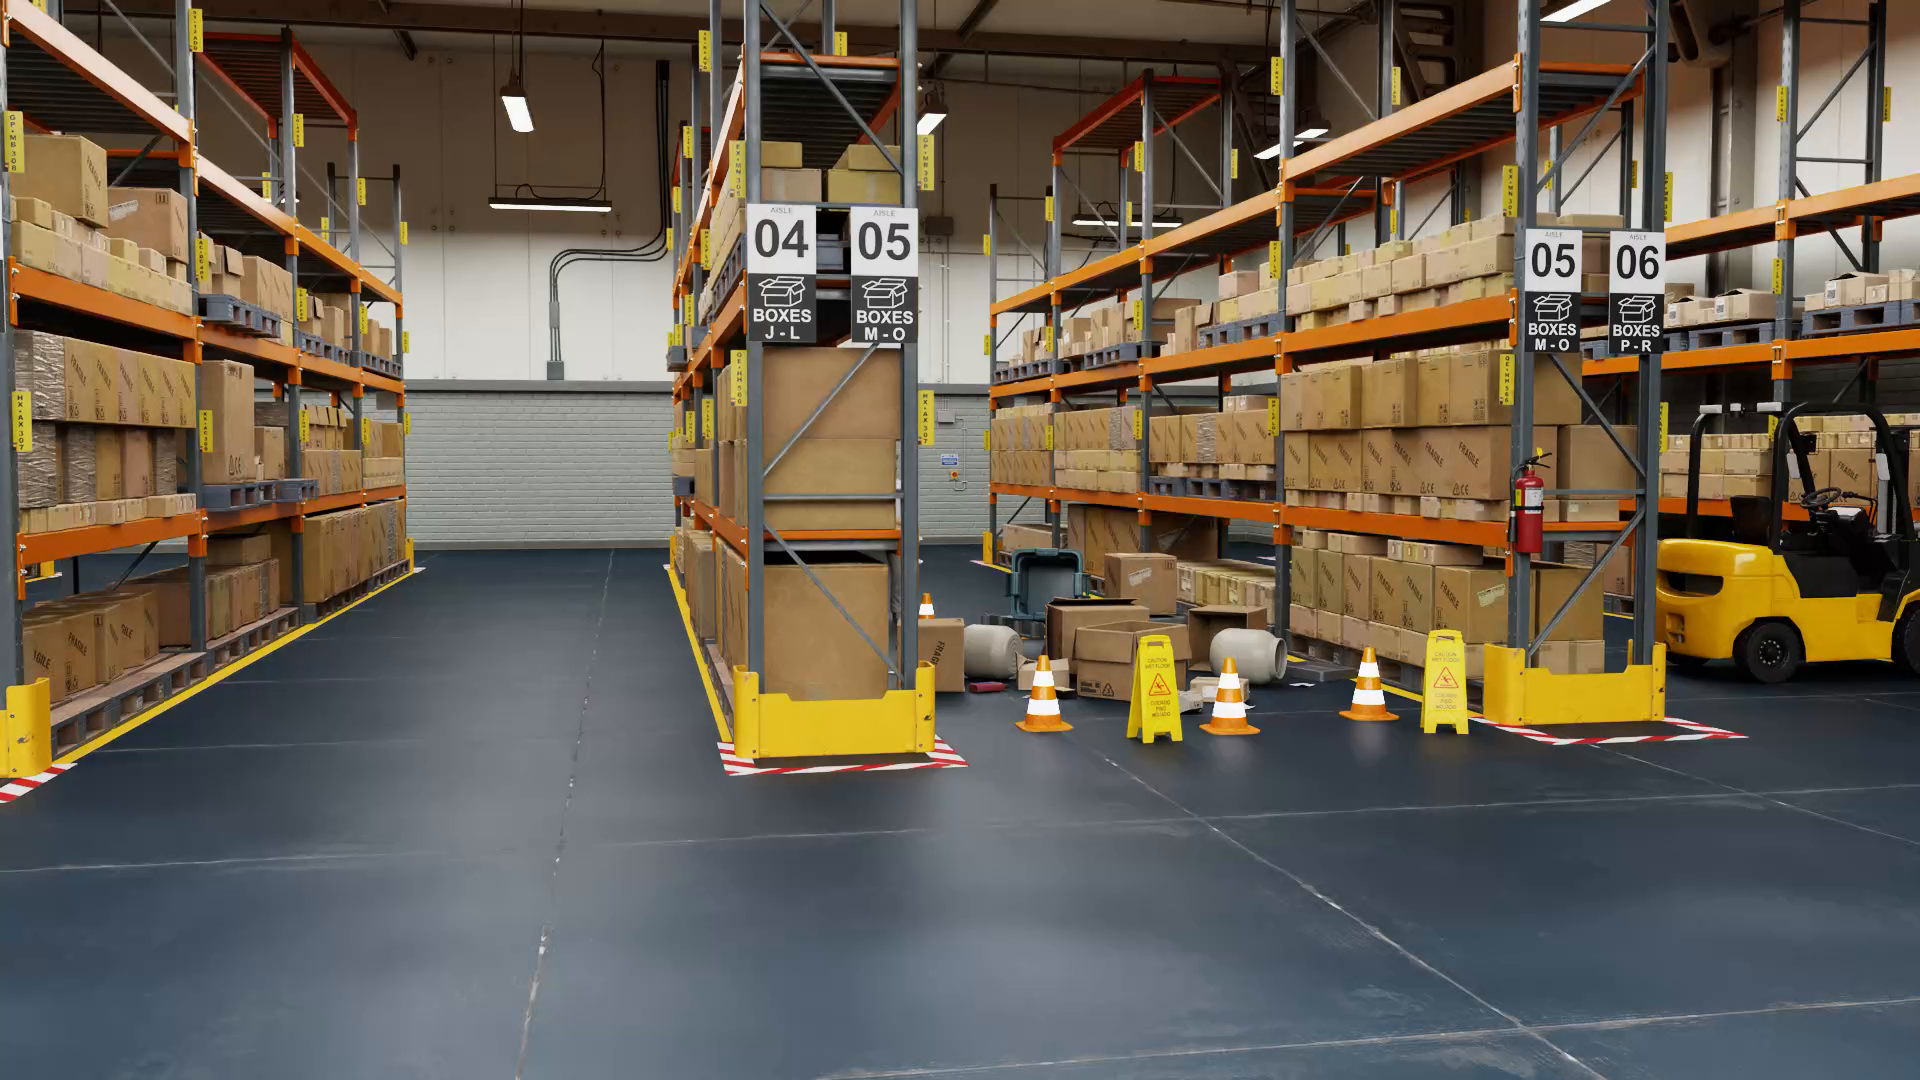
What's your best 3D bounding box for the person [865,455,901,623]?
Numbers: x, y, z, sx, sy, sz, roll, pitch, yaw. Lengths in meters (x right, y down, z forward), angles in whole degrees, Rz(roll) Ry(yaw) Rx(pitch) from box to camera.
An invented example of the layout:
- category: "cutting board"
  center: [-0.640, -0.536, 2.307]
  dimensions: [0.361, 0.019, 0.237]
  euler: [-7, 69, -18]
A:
- category: "person"
  center: [-0.744, -0.020, 17.307]
  dimensions: [0.490, 1.770, 0.574]
  euler: [-1, 3, -12]
